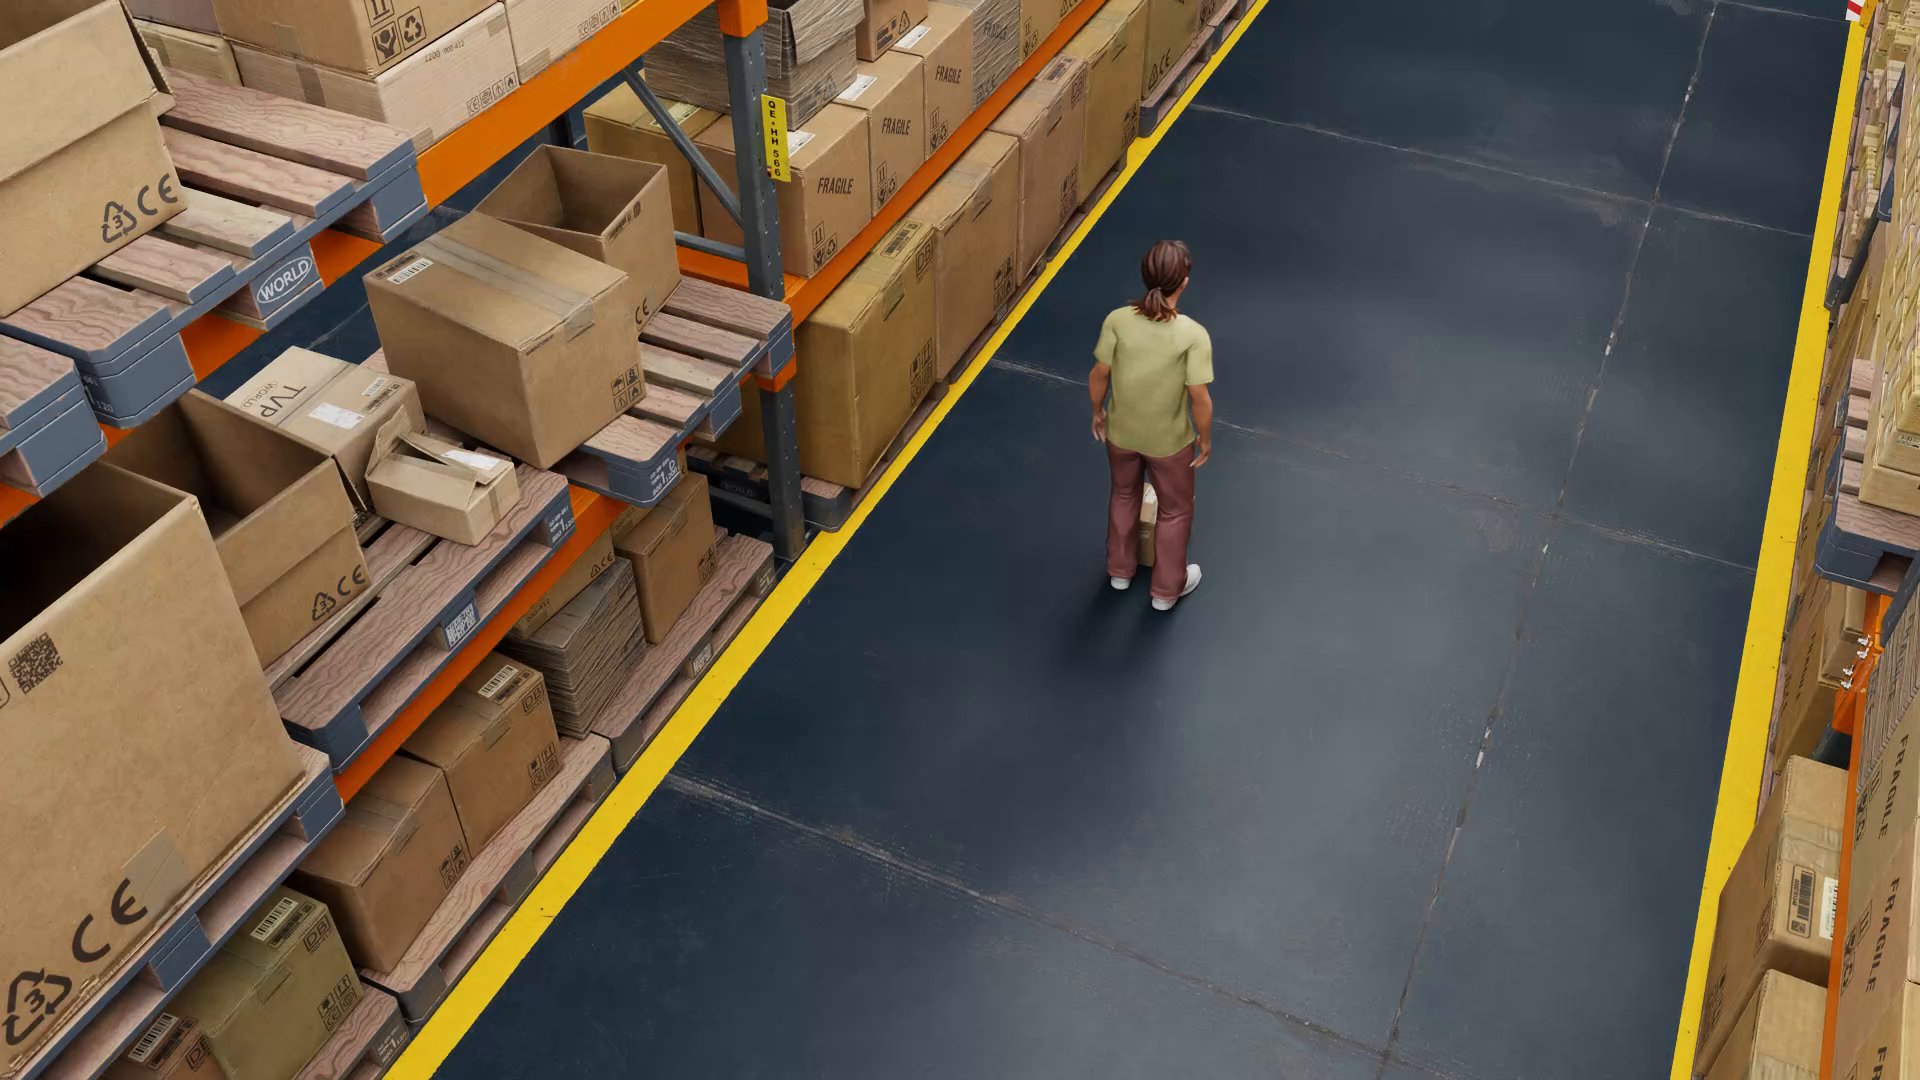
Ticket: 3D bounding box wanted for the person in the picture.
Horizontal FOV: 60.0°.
[{"bbox_3d":[0.772,-0.448,6.656,0.502,1.673,0.405,17,45,18],"label":"person"}]
